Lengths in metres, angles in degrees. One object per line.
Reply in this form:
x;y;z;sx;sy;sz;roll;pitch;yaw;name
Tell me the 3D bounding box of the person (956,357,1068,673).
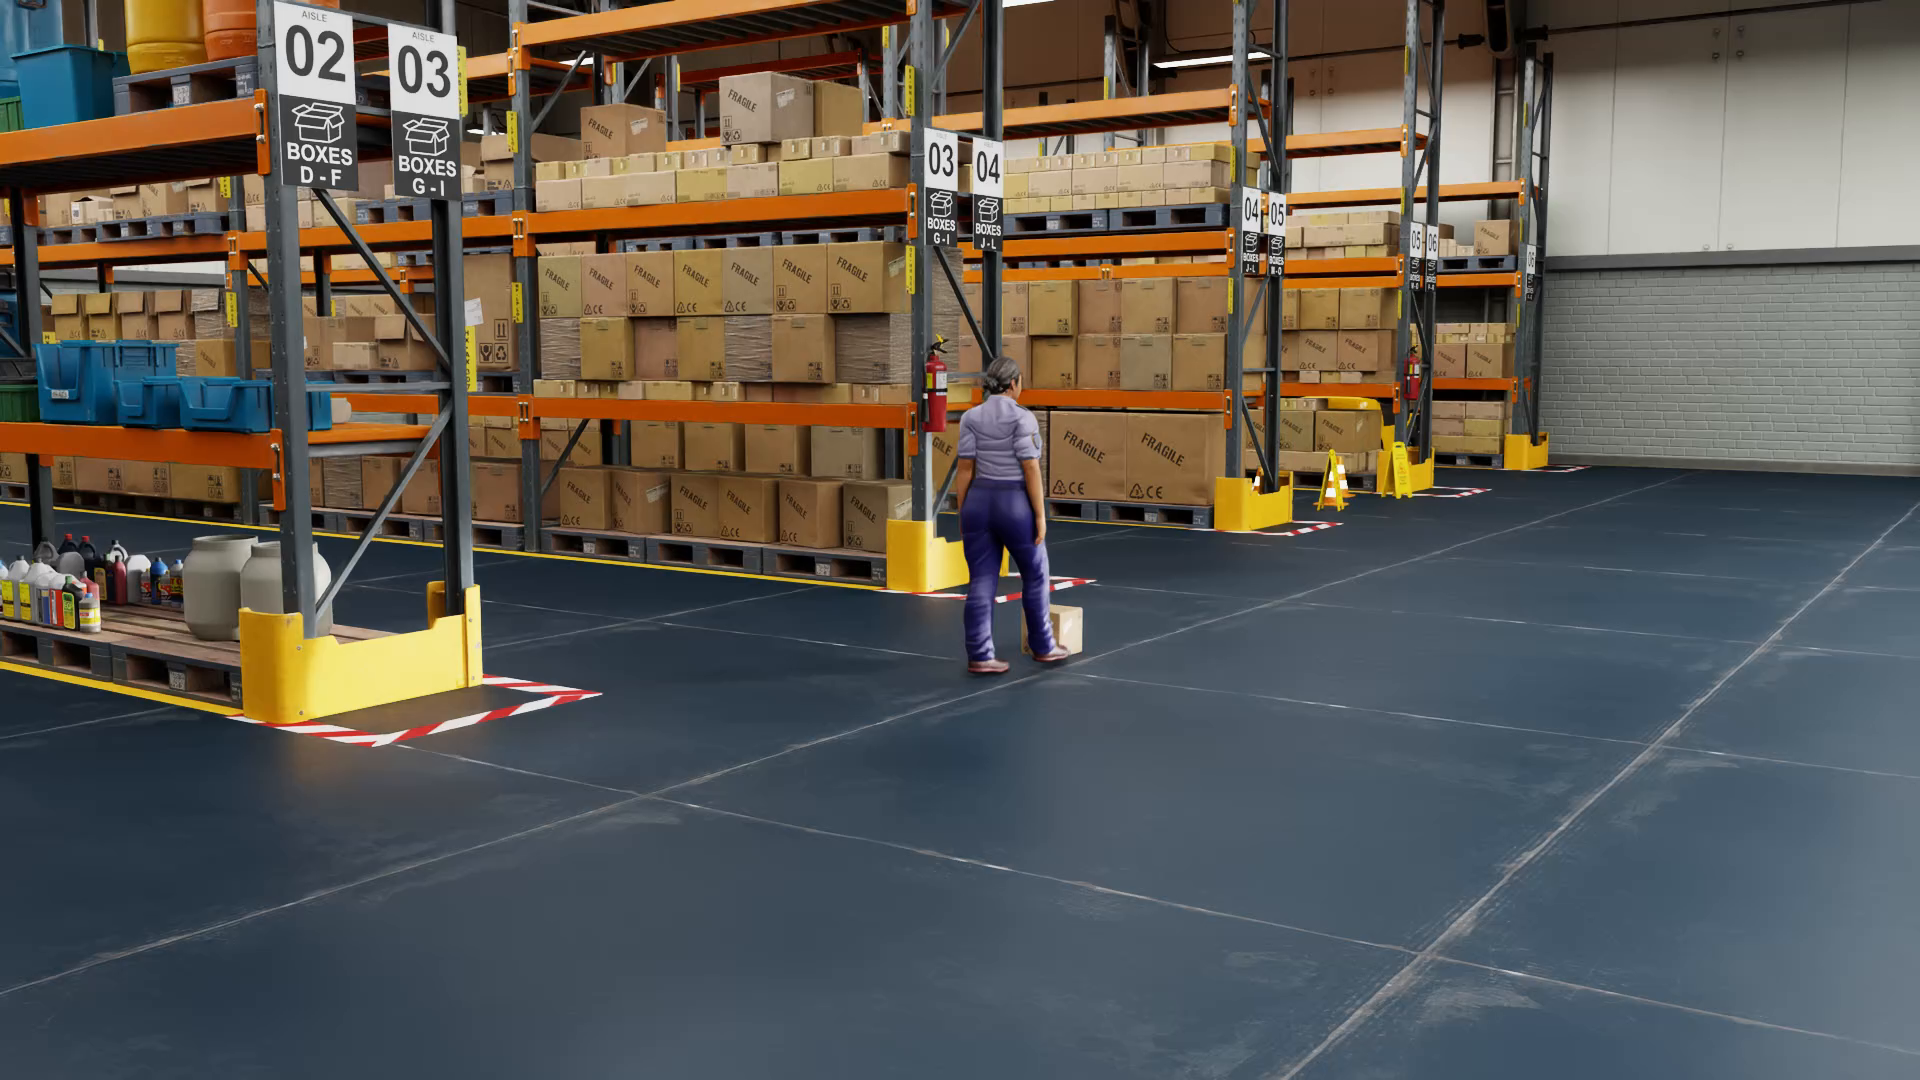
0.286;-0.140;8.744;0.499;1.639;0.697;3;7;27;person
